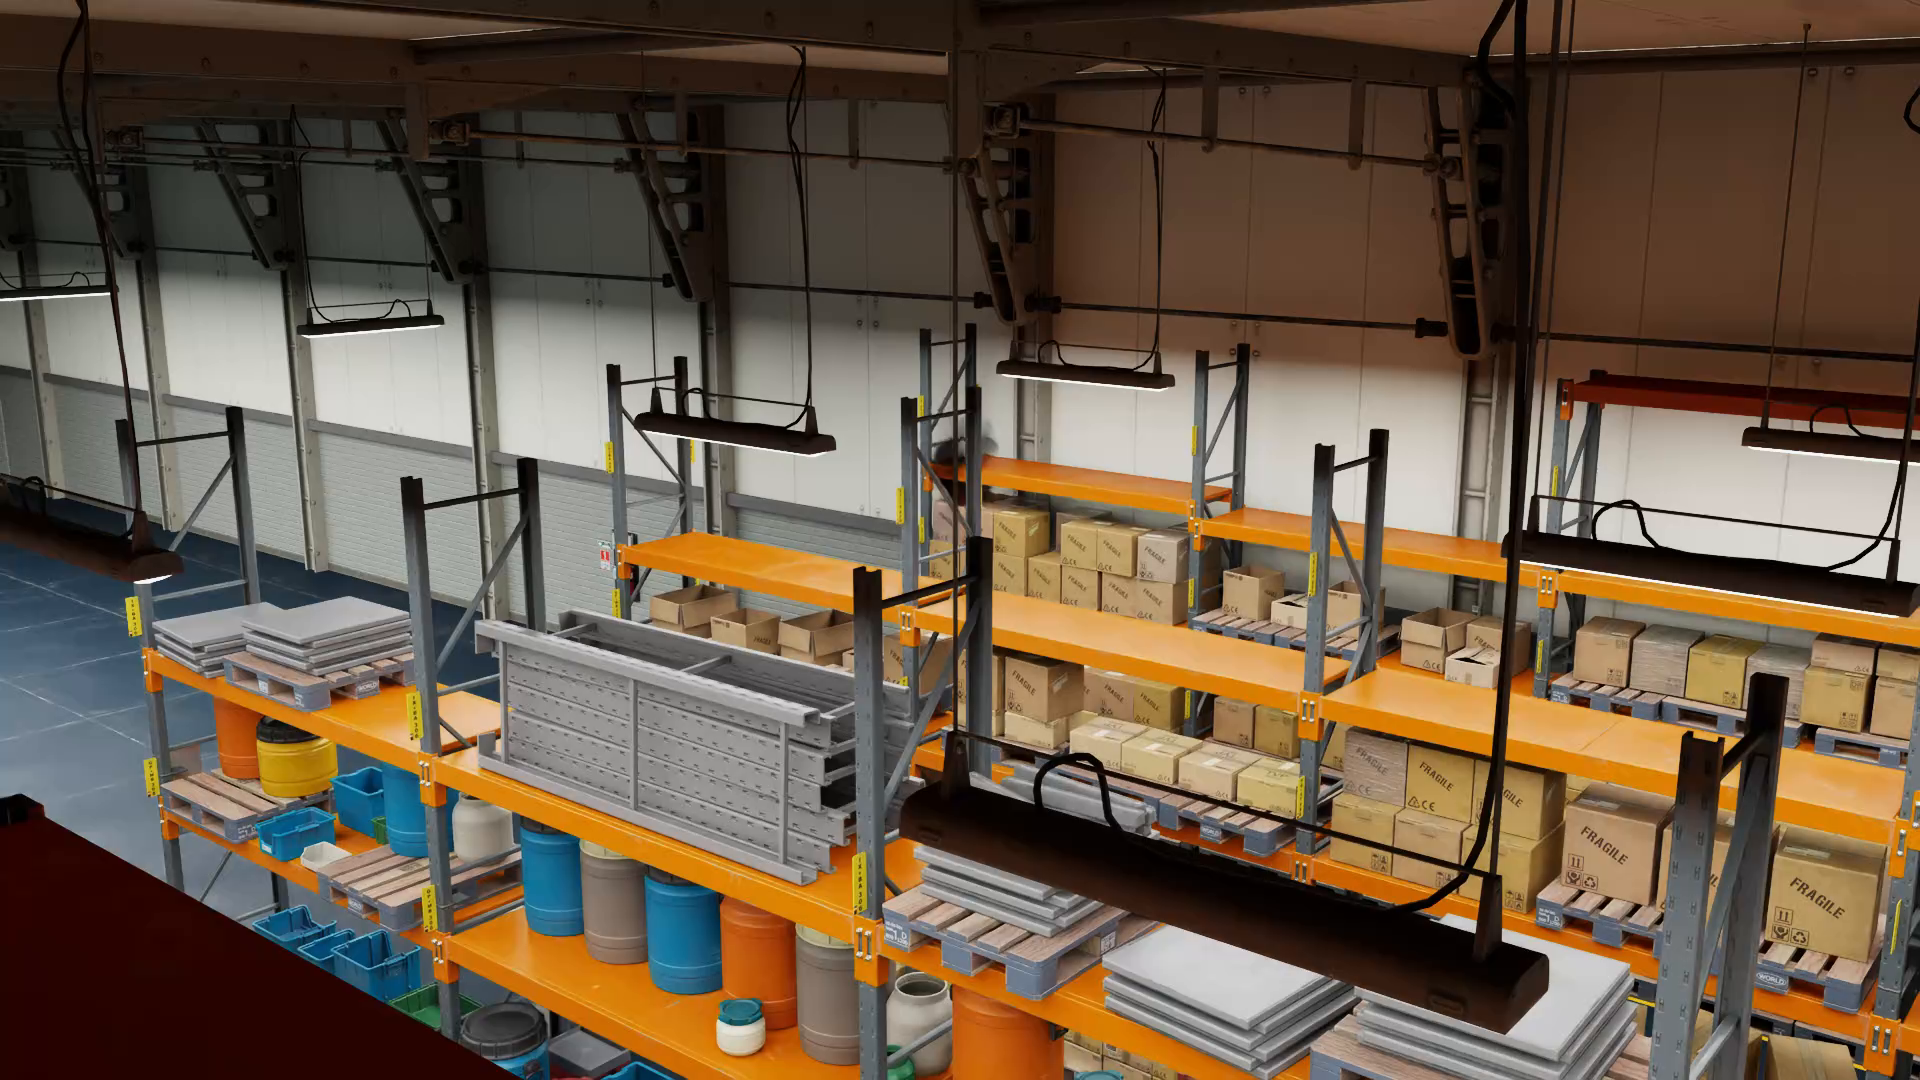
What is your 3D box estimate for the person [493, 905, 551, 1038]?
[{"bbox_3d":[-4.003,3.812,15.460,0.752,1.842,0.626,7,15,29],"label":"person"}]
